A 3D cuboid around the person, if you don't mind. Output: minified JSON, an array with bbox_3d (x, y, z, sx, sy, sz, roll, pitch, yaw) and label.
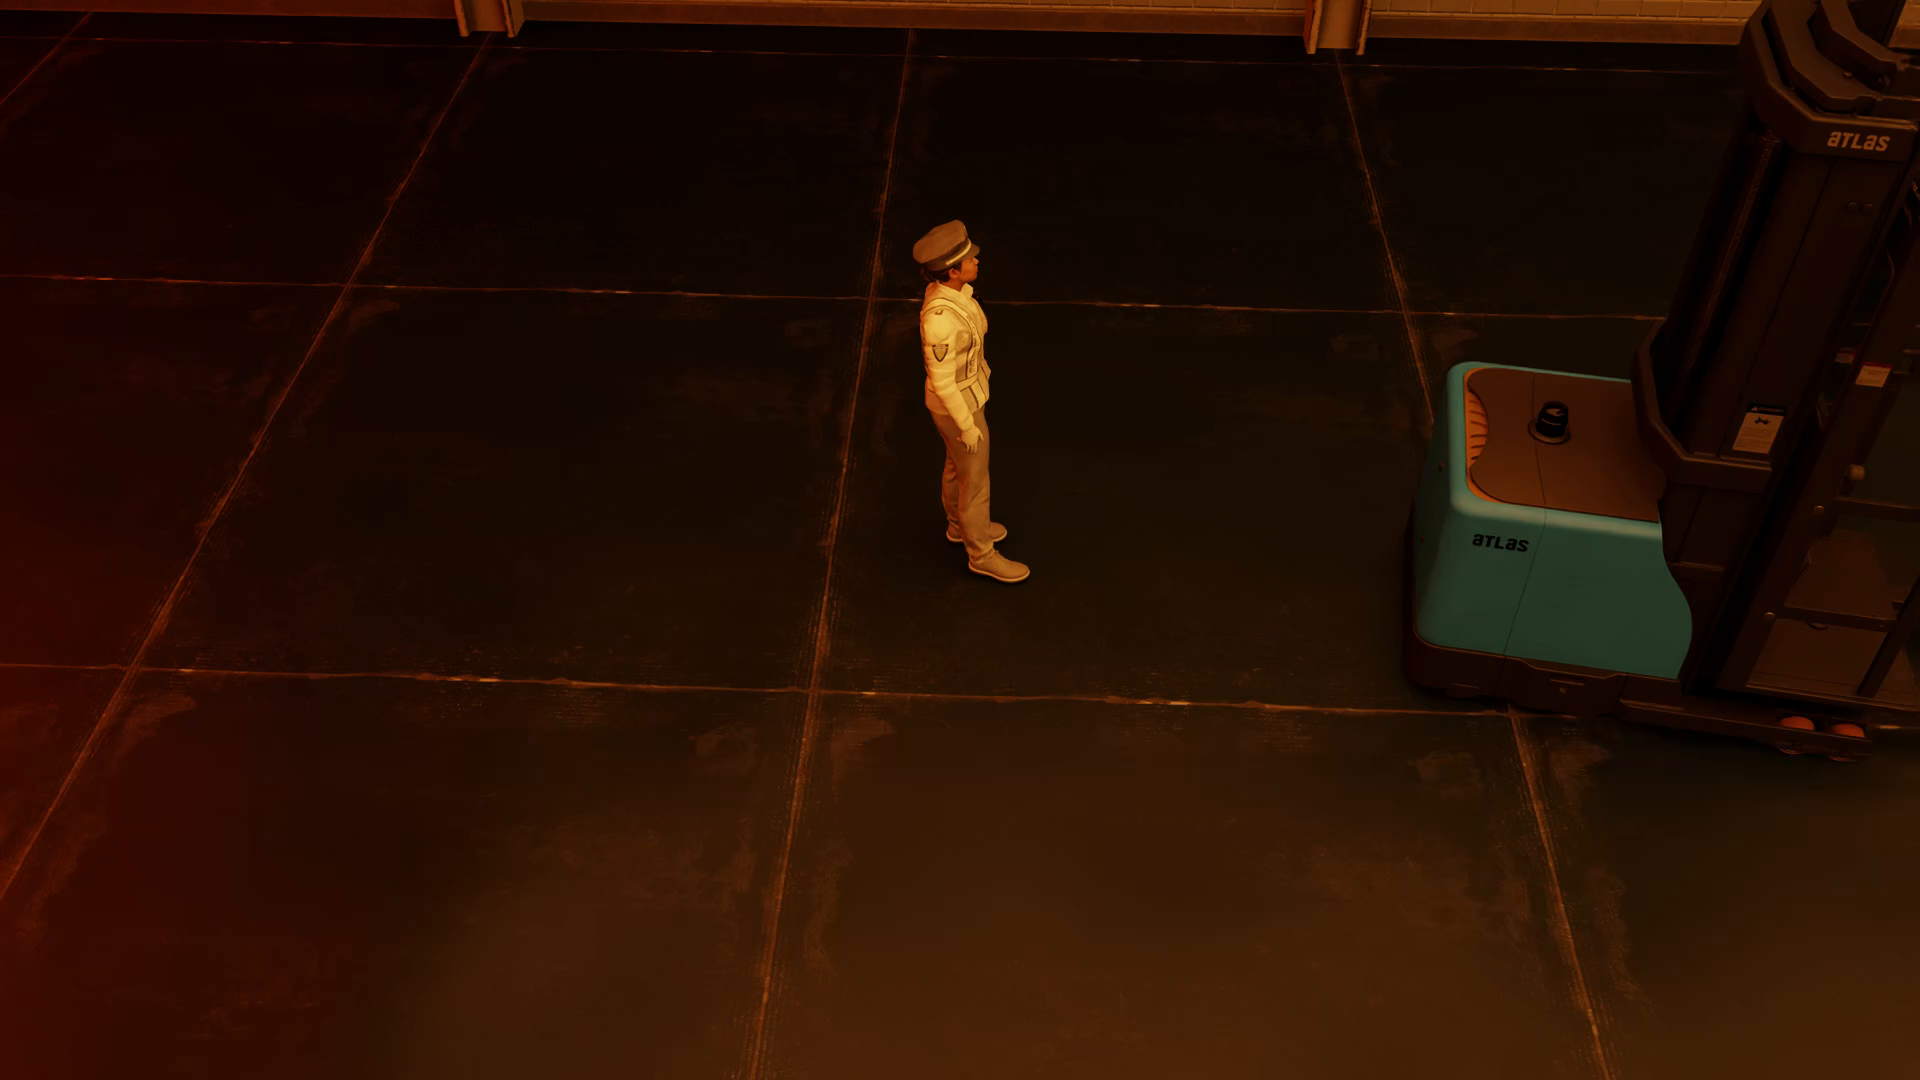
[{"bbox_3d":[0.068,-0.625,7.333,0.531,1.695,0.588,2,42,2],"label":"person"}]

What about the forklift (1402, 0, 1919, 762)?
[{"bbox_3d":[3.488,-0.555,6.350,3.031,2.935,1.130,8,43,9],"label":"forklift"}]
